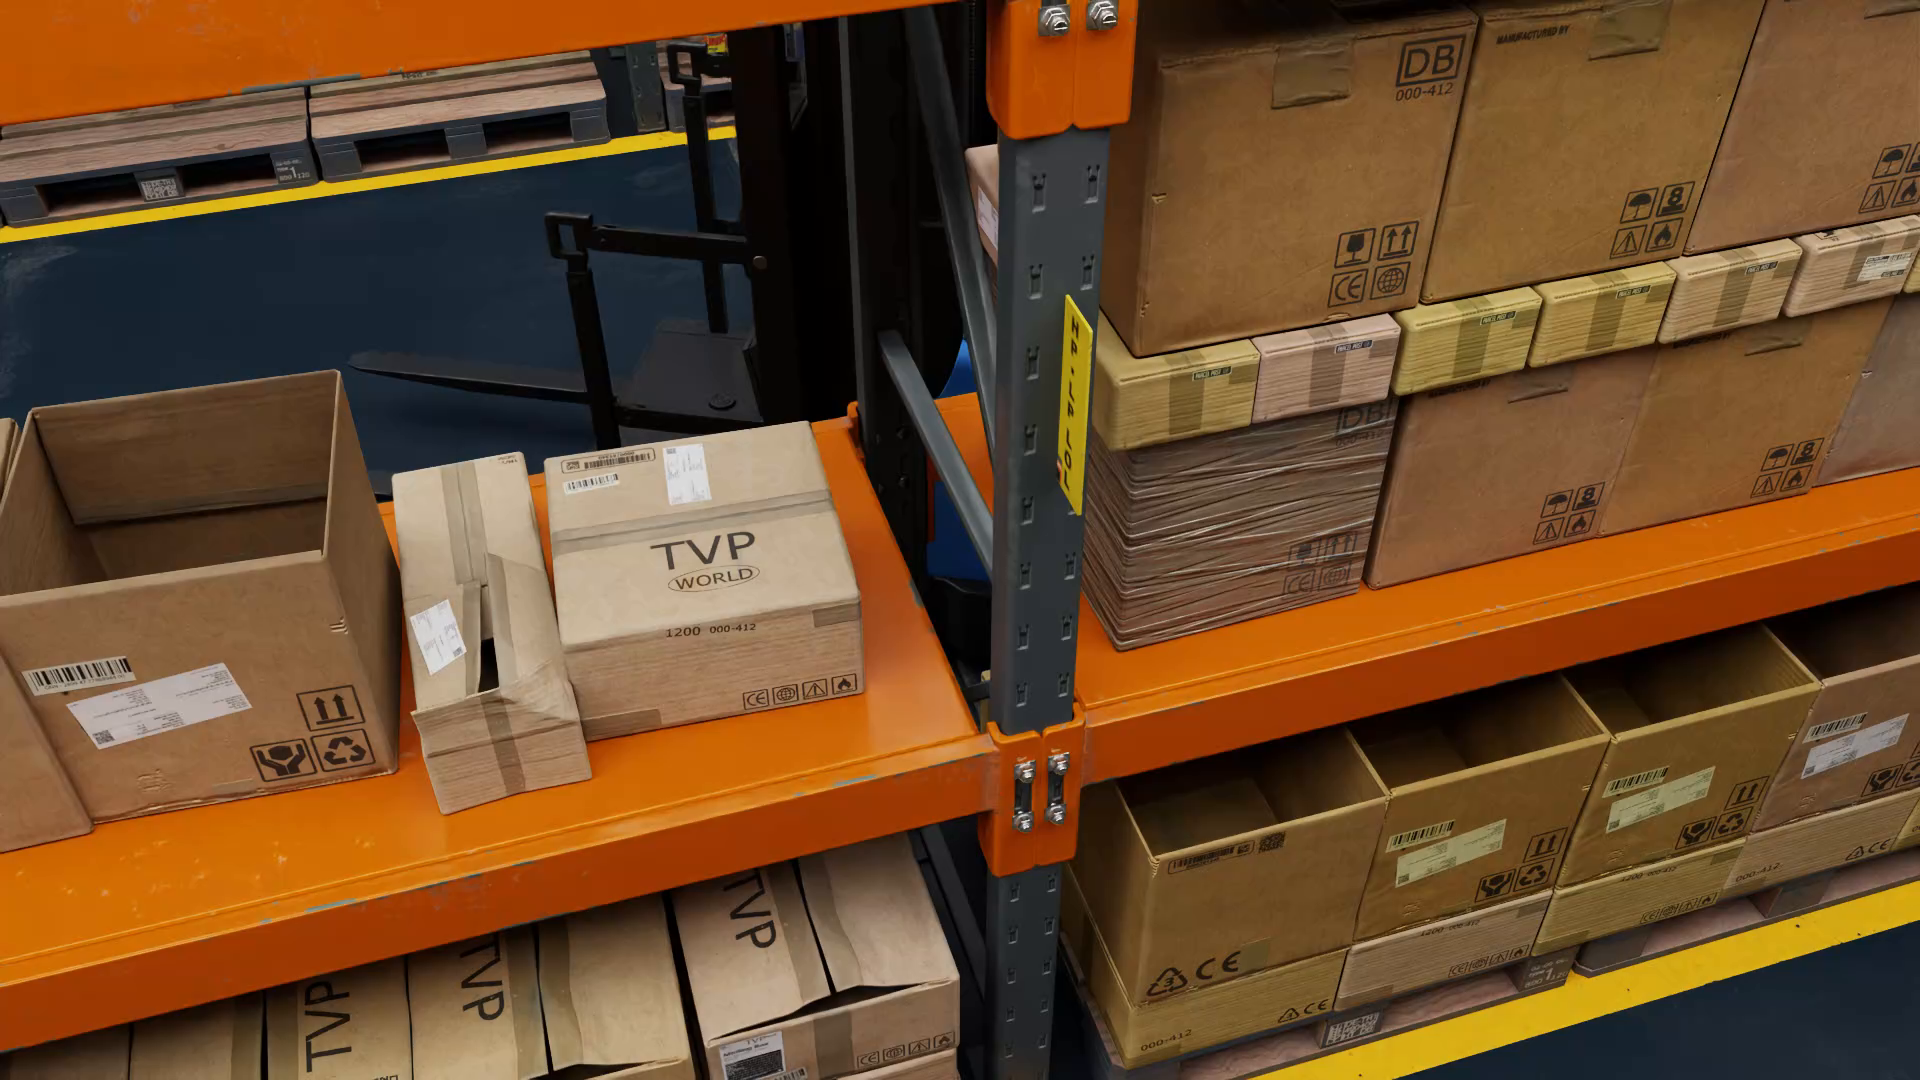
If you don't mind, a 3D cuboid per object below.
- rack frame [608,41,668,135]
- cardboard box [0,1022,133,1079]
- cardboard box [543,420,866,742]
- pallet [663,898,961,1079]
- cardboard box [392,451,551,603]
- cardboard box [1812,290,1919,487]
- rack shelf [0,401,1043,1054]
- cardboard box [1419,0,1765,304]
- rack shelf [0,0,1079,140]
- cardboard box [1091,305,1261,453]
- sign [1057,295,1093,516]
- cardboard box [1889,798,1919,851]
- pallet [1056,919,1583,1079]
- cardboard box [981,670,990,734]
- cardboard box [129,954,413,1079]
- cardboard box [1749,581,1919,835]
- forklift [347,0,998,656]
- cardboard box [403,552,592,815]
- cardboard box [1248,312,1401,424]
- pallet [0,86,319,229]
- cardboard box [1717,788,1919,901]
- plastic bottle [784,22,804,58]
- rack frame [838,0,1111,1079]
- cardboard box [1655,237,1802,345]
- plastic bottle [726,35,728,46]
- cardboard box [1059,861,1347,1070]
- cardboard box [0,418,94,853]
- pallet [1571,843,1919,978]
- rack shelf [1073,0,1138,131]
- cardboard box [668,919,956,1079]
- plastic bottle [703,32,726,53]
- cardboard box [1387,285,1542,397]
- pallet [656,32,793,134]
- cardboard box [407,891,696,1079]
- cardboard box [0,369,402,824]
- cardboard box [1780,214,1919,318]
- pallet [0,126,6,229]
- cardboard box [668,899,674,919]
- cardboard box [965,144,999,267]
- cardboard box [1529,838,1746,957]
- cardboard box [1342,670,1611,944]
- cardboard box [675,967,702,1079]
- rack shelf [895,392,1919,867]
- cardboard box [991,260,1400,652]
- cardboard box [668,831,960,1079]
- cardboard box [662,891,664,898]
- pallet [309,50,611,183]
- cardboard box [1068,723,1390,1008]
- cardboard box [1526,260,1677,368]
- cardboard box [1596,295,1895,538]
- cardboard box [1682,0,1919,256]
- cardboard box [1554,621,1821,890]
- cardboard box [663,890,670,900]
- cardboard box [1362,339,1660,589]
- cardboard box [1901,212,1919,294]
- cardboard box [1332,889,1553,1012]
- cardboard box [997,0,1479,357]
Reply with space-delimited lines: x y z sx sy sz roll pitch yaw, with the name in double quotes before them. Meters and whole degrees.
"rack frame" -1.496 -3.230 6.667 0.127 3.000 1.000 -12 42 -13
"cardboard box" -1.764 1.107 3.048 0.500 0.311 0.500 -12 43 -14
"cardboard box" -0.468 0.061 3.015 0.500 0.250 0.500 -9 42 -10
"pallet" -0.703 1.100 3.831 1.213 0.211 1.003 -12 42 -13
"cardboard box" -0.918 0.021 3.137 0.250 0.149 0.380 -12 42 -13
"cardboard box" 1.879 -0.557 3.531 0.500 0.500 0.700 -11 42 -12
"rack shelf" -1.919 0.546 2.892 4.000 0.370 1.077 -12 42 -13
"cardboard box" 0.891 -0.839 2.868 0.500 0.500 0.700 -12 43 -13
"rack shelf" -1.919 -0.584 1.905 4.000 0.370 1.077 -12 42 -13
"cardboard box" 0.303 -0.334 2.783 0.250 0.149 0.380 -12 43 -13
"sign" 0.160 -0.188 2.365 0.005 0.325 0.100 -12 42 -13
"cardboard box" 2.431 0.464 4.210 0.500 0.250 0.500 -12 42 -13
"pallet" 0.759 0.799 4.175 1.213 0.211 1.003 -12 42 -13
"cardboard box" 0.365 0.528 4.136 0.500 0.250 0.500 -12 42 -13
"cardboard box" -1.283 1.010 3.159 0.500 0.311 0.500 -12 43 -13
"cardboard box" 1.955 0.282 3.849 0.500 0.500 0.500 -12 42 -13
"forklift" -0.619 -1.175 4.367 3.031 2.935 1.130 7 42 8
"cardboard box" -0.795 0.219 2.821 0.258 0.266 0.396 -13 43 -14
"cardboard box" 0.542 -0.384 2.840 0.250 0.149 0.380 -11 42 -12
"pallet" -3.399 -1.756 7.100 1.213 0.211 1.003 -12 42 -13
"cardboard box" 1.954 0.562 4.098 0.500 0.250 0.500 -12 42 -13
"plastic bottle" -0.760 -2.239 7.268 0.135 0.276 0.152 -10 42 -12
"rack frame" -0.012 -0.120 3.108 0.127 3.000 1.000 -12 42 -13
"cardboard box" 1.277 -0.537 3.015 0.250 0.149 0.380 -13 43 -14
"plastic bottle" -0.964 -2.149 7.223 0.097 0.201 0.097 0 41 0
"cardboard box" 0.522 0.856 3.762 0.500 0.250 0.500 -12 42 -13
"cardboard box" -1.729 0.187 2.681 0.500 0.500 0.500 -12 42 -13
"pallet" 1.925 0.555 4.454 1.213 0.211 1.003 -12 42 -13
"rack shelf" 1.896 -1.374 2.810 4.000 0.370 1.077 -12 42 -13
"cardboard box" -0.320 1.021 3.572 0.500 0.250 0.500 -12 43 -13
"plastic bottle" -1.061 -2.156 7.177 0.097 0.271 0.097 0 41 0
"cardboard box" 0.788 -0.436 2.900 0.250 0.149 0.380 -13 43 -14
"pallet" -0.843 -2.286 7.706 1.213 0.211 1.003 -12 42 -13
"cardboard box" -0.806 0.912 3.270 0.500 0.311 0.500 -11 42 -12
"cardboard box" -1.252 0.088 2.794 0.500 0.500 0.500 -9 42 -10
"cardboard box" 1.531 -0.591 3.078 0.250 0.149 0.380 -13 43 -14
"pallet" -4.561 -1.518 6.827 1.213 0.211 1.003 -12 42 -13
"cardboard box" -0.471 0.681 3.961 0.500 0.250 0.500 -13 43 -14
"cardboard box" 0.183 -0.591 3.077 0.250 0.149 0.380 -12 42 -13
"cardboard box" 1.478 0.664 3.980 0.500 0.250 0.500 -12 42 -13
"cardboard box" 0.999 0.476 3.626 0.500 0.500 0.500 -12 42 -13
"cardboard box" -0.803 1.120 3.459 0.500 0.250 0.500 -12 43 -14
"rack shelf" 1.896 -0.245 3.797 4.000 0.370 1.077 -12 42 -13
"cardboard box" 0.410 -0.250 3.180 0.500 0.500 0.700 -13 43 -14
"cardboard box" -0.312 0.806 3.392 0.500 0.311 0.500 -12 42 -13
"cardboard box" -0.960 0.567 3.666 0.500 0.311 0.500 -12 43 -14
"pallet" -2.234 -2.000 7.379 1.213 0.211 1.003 -12 42 -13
"cardboard box" 0.525 0.579 3.508 0.500 0.500 0.500 -12 42 -13
"cardboard box" 1.037 -0.488 2.960 0.250 0.149 0.380 -12 43 -13
"cardboard box" 1.390 -0.455 3.415 0.500 0.500 0.700 -11 42 -12
"cardboard box" 1.369 -0.937 2.981 0.500 0.500 0.700 -12 42 -13
"cardboard box" 1.478 0.382 3.734 0.500 0.500 0.500 -12 42 -13
"cardboard box" -0.481 0.471 3.775 0.500 0.311 0.500 -12 42 -13
"cardboard box" 0.911 -0.358 3.304 0.500 0.500 0.700 -12 43 -14
"cardboard box" 1.779 -0.642 3.136 0.250 0.149 0.380 -12 43 -13
"cardboard box" 1.000 0.760 3.871 0.500 0.250 0.500 -12 42 -13
"cardboard box" 0.410 -0.738 2.753 0.500 0.500 0.700 -12 42 -13
